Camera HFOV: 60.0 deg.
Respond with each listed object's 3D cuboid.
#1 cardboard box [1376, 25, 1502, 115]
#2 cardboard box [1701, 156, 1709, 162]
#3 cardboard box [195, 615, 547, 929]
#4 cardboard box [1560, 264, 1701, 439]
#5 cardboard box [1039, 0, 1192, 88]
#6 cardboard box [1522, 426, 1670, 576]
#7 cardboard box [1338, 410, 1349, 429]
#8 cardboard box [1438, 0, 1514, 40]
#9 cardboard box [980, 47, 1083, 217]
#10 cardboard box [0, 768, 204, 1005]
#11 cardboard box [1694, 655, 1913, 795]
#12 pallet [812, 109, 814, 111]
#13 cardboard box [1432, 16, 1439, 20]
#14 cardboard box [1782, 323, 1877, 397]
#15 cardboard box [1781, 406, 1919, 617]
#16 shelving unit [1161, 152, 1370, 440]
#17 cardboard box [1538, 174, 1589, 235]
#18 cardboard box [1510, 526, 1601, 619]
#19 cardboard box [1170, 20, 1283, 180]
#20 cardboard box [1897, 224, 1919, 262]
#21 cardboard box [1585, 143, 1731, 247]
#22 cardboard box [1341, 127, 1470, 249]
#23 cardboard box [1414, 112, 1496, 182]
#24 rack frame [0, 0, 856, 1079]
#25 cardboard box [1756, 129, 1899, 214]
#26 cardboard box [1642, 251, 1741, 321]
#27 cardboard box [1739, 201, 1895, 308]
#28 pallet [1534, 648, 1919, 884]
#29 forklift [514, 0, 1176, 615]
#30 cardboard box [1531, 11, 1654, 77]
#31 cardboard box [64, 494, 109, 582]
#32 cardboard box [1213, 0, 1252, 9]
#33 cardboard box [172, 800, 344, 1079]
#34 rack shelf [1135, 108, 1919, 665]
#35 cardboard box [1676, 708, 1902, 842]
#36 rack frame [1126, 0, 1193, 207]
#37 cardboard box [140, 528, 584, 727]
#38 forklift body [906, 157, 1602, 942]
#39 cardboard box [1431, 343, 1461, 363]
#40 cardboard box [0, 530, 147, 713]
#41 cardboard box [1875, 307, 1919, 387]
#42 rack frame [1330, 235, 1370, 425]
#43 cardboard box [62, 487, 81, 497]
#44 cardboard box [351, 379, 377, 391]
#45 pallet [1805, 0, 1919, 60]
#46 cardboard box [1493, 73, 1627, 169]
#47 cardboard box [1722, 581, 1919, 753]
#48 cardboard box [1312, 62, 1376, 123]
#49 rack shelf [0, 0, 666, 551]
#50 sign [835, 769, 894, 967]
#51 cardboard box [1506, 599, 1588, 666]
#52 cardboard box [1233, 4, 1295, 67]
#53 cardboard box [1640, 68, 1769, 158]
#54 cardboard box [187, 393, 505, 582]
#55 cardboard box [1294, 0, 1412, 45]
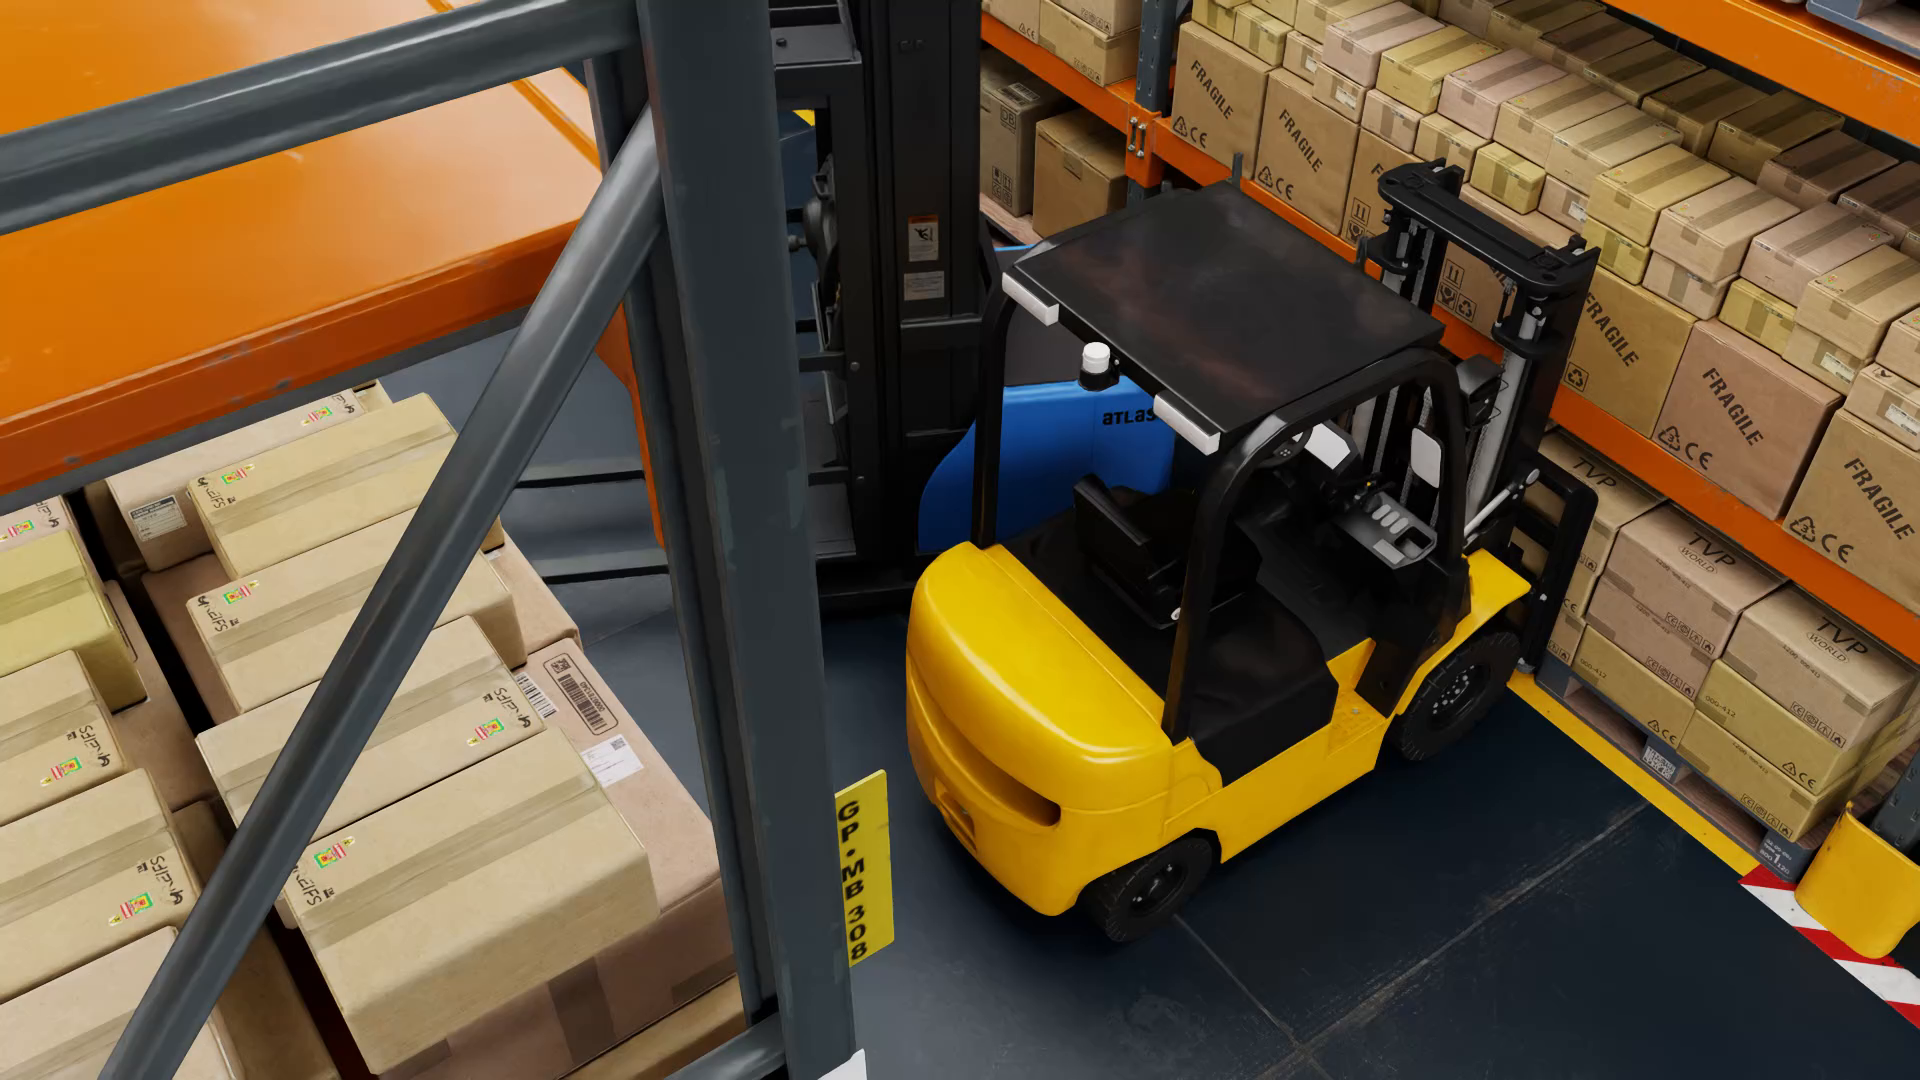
[{"bbox_3d":[1.764,-1.736,6.129,0.380,0.149,0.250,-26,50,-25],"label":"cardboard box"},{"bbox_3d":[2.664,-1.408,6.001,0.380,0.149,0.250,-26,49,-25],"label":"cardboard box"},{"bbox_3d":[-0.759,0.296,2.190,0.380,0.149,0.250,-26,49,-25],"label":"cardboard box"},{"bbox_3d":[2.423,-0.764,5.797,0.500,0.500,0.500,-27,50,-25],"label":"cardboard box"},{"bbox_3d":[0.712,-2.359,7.648,0.500,0.250,0.500,-25,49,-24],"label":"cardboard box"},{"bbox_3d":[2.390,-0.191,6.232,0.500,0.250,0.500,-25,49,-24],"label":"cardboard box"},{"bbox_3d":[1.806,-0.600,7.022,0.500,0.250,0.500,-26,50,-25],"label":"cardboard box"},{"bbox_3d":[2.112,-2.128,6.540,0.380,0.149,0.250,-27,50,-25],"label":"cardboard box"},{"bbox_3d":[0.469,-2.258,8.849,0.875,0.625,0.625,-26,50,-25],"label":"cardboard box"},{"bbox_3d":[-1.118,0.479,2.000,0.380,0.149,0.250,-25,49,-24],"label":"cardboard box"},{"bbox_3d":[2.968,0.544,5.824,0.500,0.250,0.500,-26,50,-25],"label":"cardboard box"},{"bbox_3d":[-0.635,-3.006,10.237,1.003,0.211,1.213,-26,49,-24],"label":"pallet"},{"bbox_3d":[1.925,-2.140,6.768,0.380,0.149,0.250,-25,49,-23],"label":"cardboard box"},{"bbox_3d":[2.806,-0.626,5.182,0.380,0.149,0.250,-25,49,-24],"label":"cardboard box"},{"bbox_3d":[3.006,-0.177,5.181,0.500,0.500,0.500,-27,50,-25],"label":"cardboard box"},{"bbox_3d":[1.182,-0.729,6.907,0.431,1.500,0.755,-25,48,-22],"label":"shelving unit"},{"bbox_3d":[2.252,-1.216,5.800,0.380,0.149,0.250,-26,49,-25],"label":"cardboard box"},{"bbox_3d":[2.378,-0.028,6.423,0.500,0.250,0.500,-27,50,-25],"label":"cardboard box"},{"bbox_3d":[1.254,-1.913,7.000,0.500,0.500,0.500,-27,50,-25],"label":"cardboard box"},{"bbox_3d":[3.201,-0.924,5.279,0.380,0.149,0.250,-25,49,-24],"label":"cardboard box"},{"bbox_3d":[2.313,-1.147,5.512,0.380,0.149,0.250,-25,49,-24],"label":"cardboard box"},{"bbox_3d":[1.857,-1.338,6.398,0.500,0.500,0.500,-26,50,-25],"label":"cardboard box"},{"bbox_3d":[1.890,-1.481,6.078,0.380,0.149,0.250,-27,50,-26],"label":"cardboard box"},{"bbox_3d":[-0.566,-0.173,0.905,1.000,3.000,0.127,-26,49,-24],"label":"rack frame"},{"bbox_3d":[2.901,-1.209,5.578,0.380,0.149,0.250,-24,49,-23],"label":"cardboard box"},{"bbox_3d":[2.482,-0.904,5.473,0.380,0.149,0.250,-27,50,-26],"label":"cardboard box"},{"bbox_3d":[2.705,-0.899,5.253,0.380,0.149,0.250,-25,49,-24],"label":"cardboard box"},{"bbox_3d":[3.031,0.626,6.432,1.003,0.211,1.213,-26,49,-24],"label":"pallet"},{"bbox_3d":[-0.690,-1.092,6.262,3.031,2.935,1.130,-6,44,-6],"label":"forklift"},{"bbox_3d":[2.351,-1.810,6.207,0.380,0.149,0.250,-26,50,-25],"label":"cardboard box"},{"bbox_3d":[-1.667,0.098,2.687,0.500,0.250,0.500,-24,49,-23],"label":"cardboard box"},{"bbox_3d":[1.154,-2.312,6.733,0.380,0.149,0.250,-25,49,-24],"label":"cardboard box"},{"bbox_3d":[-1.080,0.676,2.082,0.500,0.250,0.500,-26,50,-25],"label":"cardboard box"},{"bbox_3d":[2.359,-0.838,6.468,1.077,0.370,4.000,-26,49,-24],"label":"rack shelf"},{"bbox_3d":[2.975,0.736,5.985,0.500,0.250,0.500,-25,49,-24],"label":"cardboard box"},{"bbox_3d":[1.215,-2.231,7.406,1.000,3.000,0.127,-26,49,-24],"label":"rack frame"},{"bbox_3d":[-0.915,0.180,2.601,0.500,0.250,0.500,-26,50,-25],"label":"cardboard box"},{"bbox_3d":[0.922,-0.012,5.696,2.313,2.155,1.214,-26,49,-24],"label":"forklift body"},{"bbox_3d":[1.812,-0.781,6.850,0.500,0.250,0.500,-24,49,-23],"label":"cardboard box"},{"bbox_3d":[-1.382,0.177,2.315,0.380,0.149,0.250,-25,49,-24],"label":"cardboard box"},{"bbox_3d":[2.959,-0.591,4.930,0.380,0.149,0.250,-26,49,-24],"label":"cardboard box"},{"bbox_3d":[1.381,-0.520,6.681,0.400,1.500,0.023,-25,48,-22],"label":"rack frame"},{"bbox_3d":[-1.644,-0.123,2.629,0.380,0.149,0.250,-27,50,-26],"label":"cardboard box"},{"bbox_3d":[-1.237,-0.324,2.840,0.380,0.149,0.250,-24,49,-23],"label":"cardboard box"},{"bbox_3d":[3.120,-1.429,4.458,1.003,0.211,1.213,-26,49,-24],"label":"pallet"},{"bbox_3d":[2.113,-1.479,5.861,0.380,0.149,0.250,-26,49,-24],"label":"cardboard box"},{"bbox_3d":[2.984,0.378,5.636,0.500,0.250,0.500,-24,49,-23],"label":"cardboard box"},{"bbox_3d":[1.583,-1.766,6.376,0.380,0.149,0.250,-25,49,-24],"label":"cardboard box"},{"bbox_3d":[-1.710,-1.044,2.341,1.077,0.370,4.000,-26,49,-24],"label":"rack shelf"},{"bbox_3d":[-0.121,0.382,1.863,0.100,0.325,0.005,-26,49,-24],"label":"sign"},{"bbox_3d":[2.420,0.163,6.585,0.500,0.250,0.500,-25,49,-24],"label":"cardboard box"},{"bbox_3d":[1.331,-2.071,6.696,0.380,0.149,0.250,-25,49,-24],"label":"cardboard box"},{"bbox_3d":[2.625,-1.506,5.888,0.380,0.149,0.250,-25,49,-24],"label":"cardboard box"},{"bbox_3d":[-0.934,-0.041,2.544,0.380,0.149,0.250,-26,49,-25],"label":"cardboard box"},{"bbox_3d":[1.531,-2.058,6.467,0.380,0.149,0.250,-27,50,-25],"label":"cardboard box"}]
